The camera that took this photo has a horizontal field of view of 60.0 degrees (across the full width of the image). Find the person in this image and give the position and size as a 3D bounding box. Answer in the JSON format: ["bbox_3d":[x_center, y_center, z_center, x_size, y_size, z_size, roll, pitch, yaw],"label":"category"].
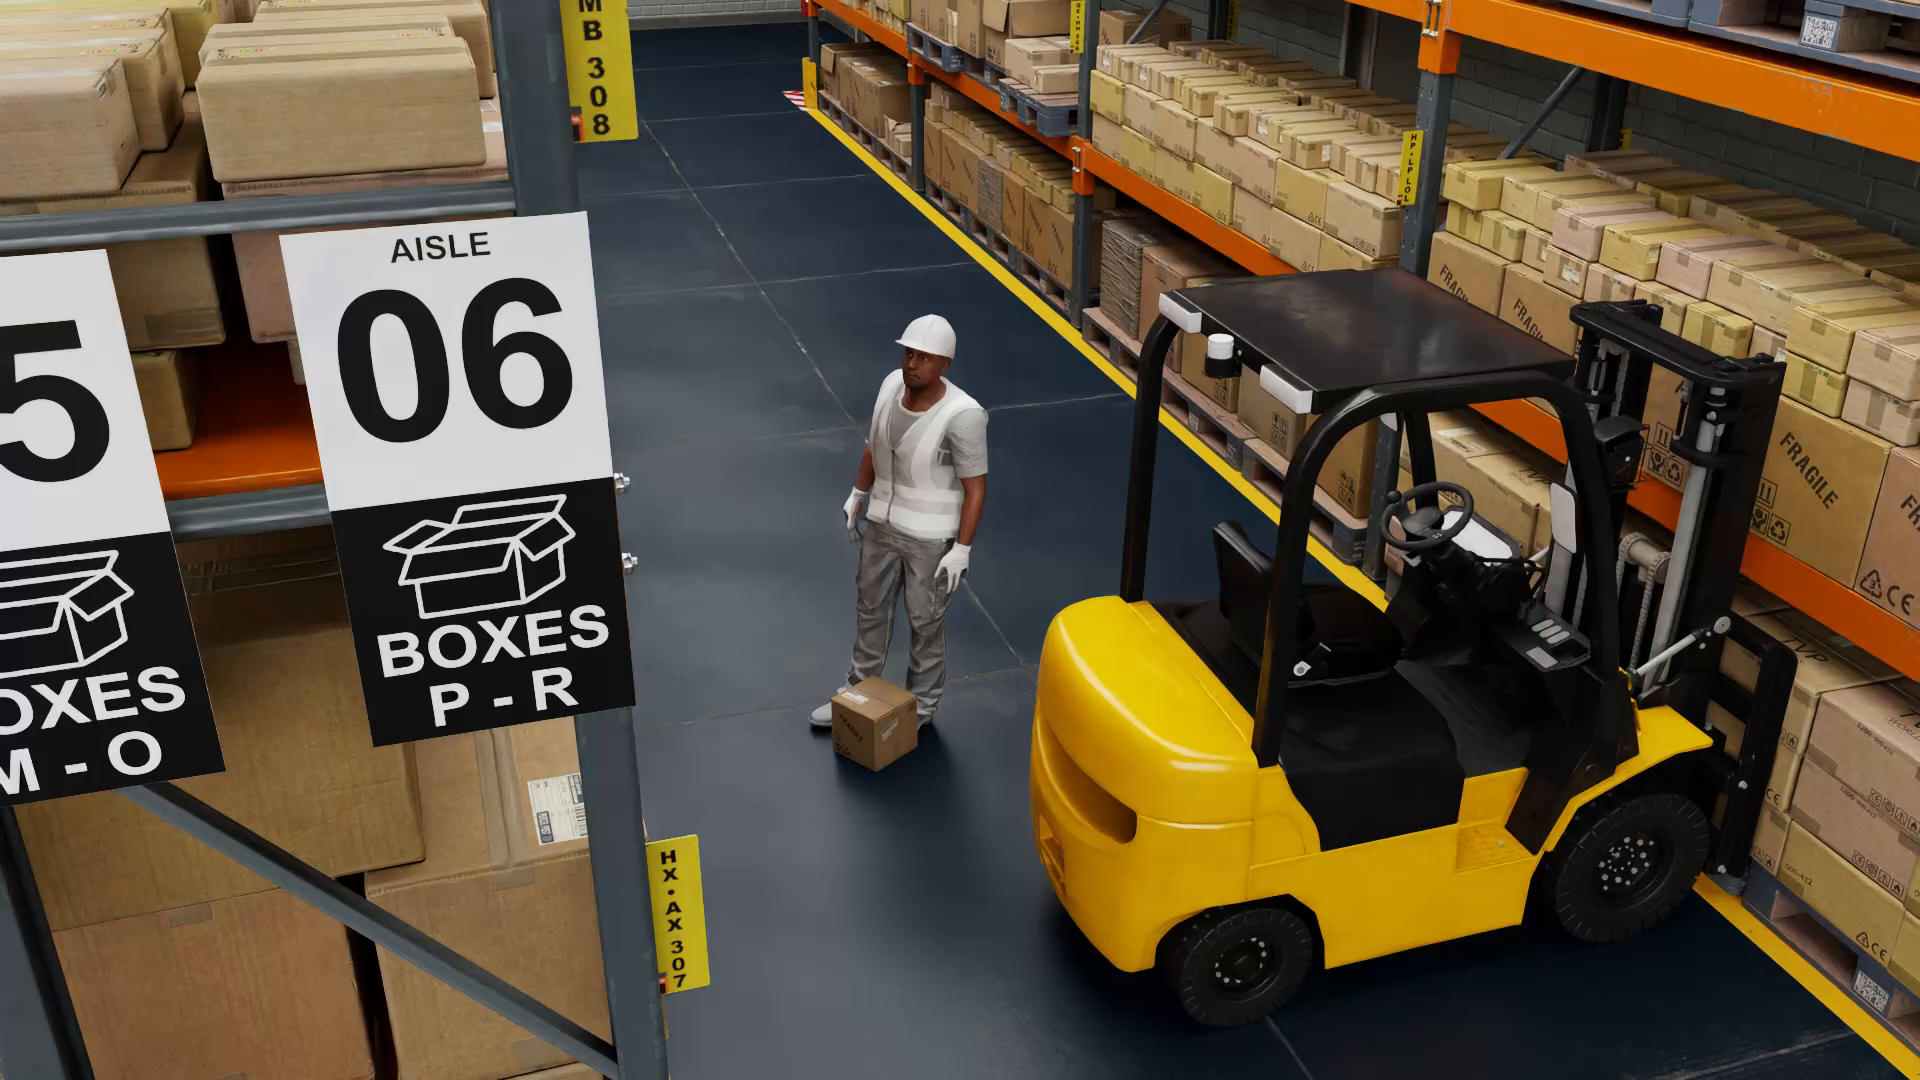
[{"bbox_3d":[-0.237,-0.020,6.611,0.652,1.782,0.577,22,34,38],"label":"person"}]
